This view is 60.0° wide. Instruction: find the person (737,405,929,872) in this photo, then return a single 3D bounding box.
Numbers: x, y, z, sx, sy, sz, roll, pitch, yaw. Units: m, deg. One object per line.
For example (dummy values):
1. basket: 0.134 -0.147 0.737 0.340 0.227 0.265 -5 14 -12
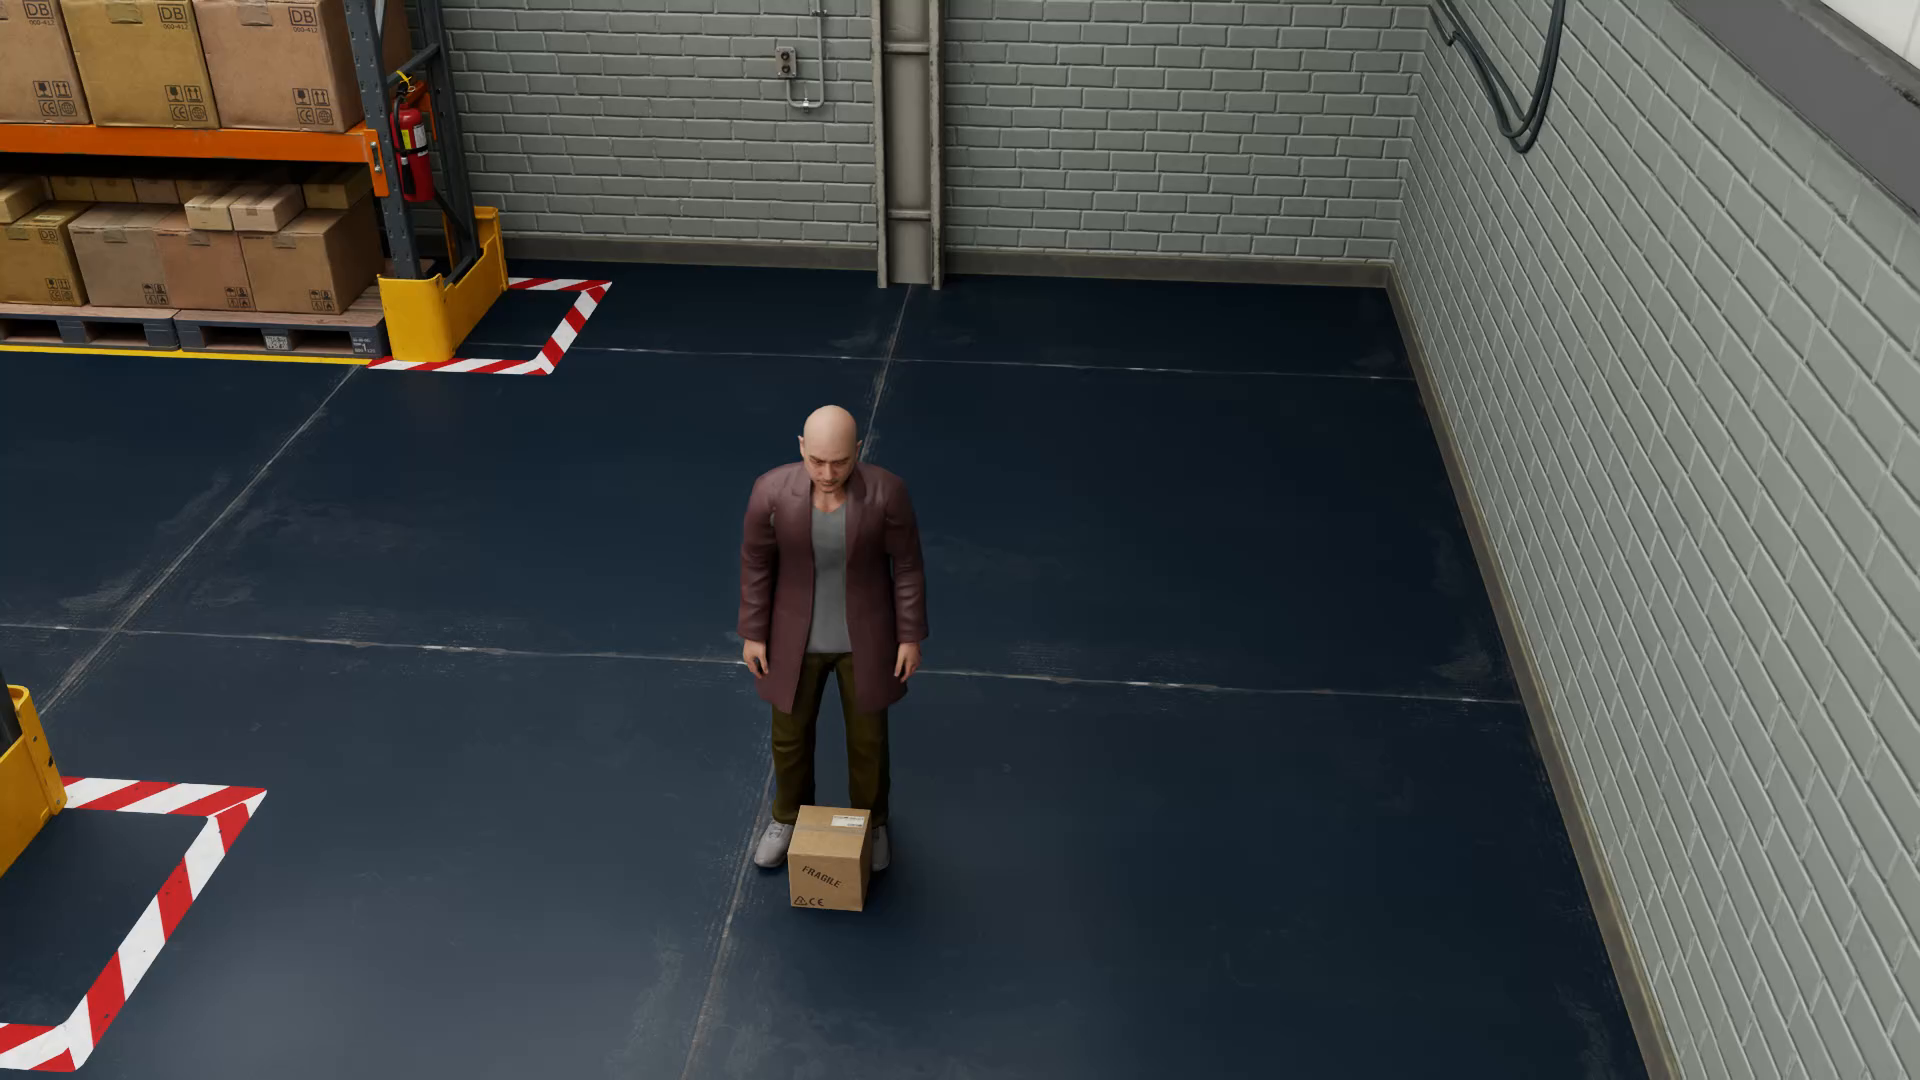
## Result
1. person: -0.427 0.331 5.612 0.647 1.772 0.429 1 32 1
